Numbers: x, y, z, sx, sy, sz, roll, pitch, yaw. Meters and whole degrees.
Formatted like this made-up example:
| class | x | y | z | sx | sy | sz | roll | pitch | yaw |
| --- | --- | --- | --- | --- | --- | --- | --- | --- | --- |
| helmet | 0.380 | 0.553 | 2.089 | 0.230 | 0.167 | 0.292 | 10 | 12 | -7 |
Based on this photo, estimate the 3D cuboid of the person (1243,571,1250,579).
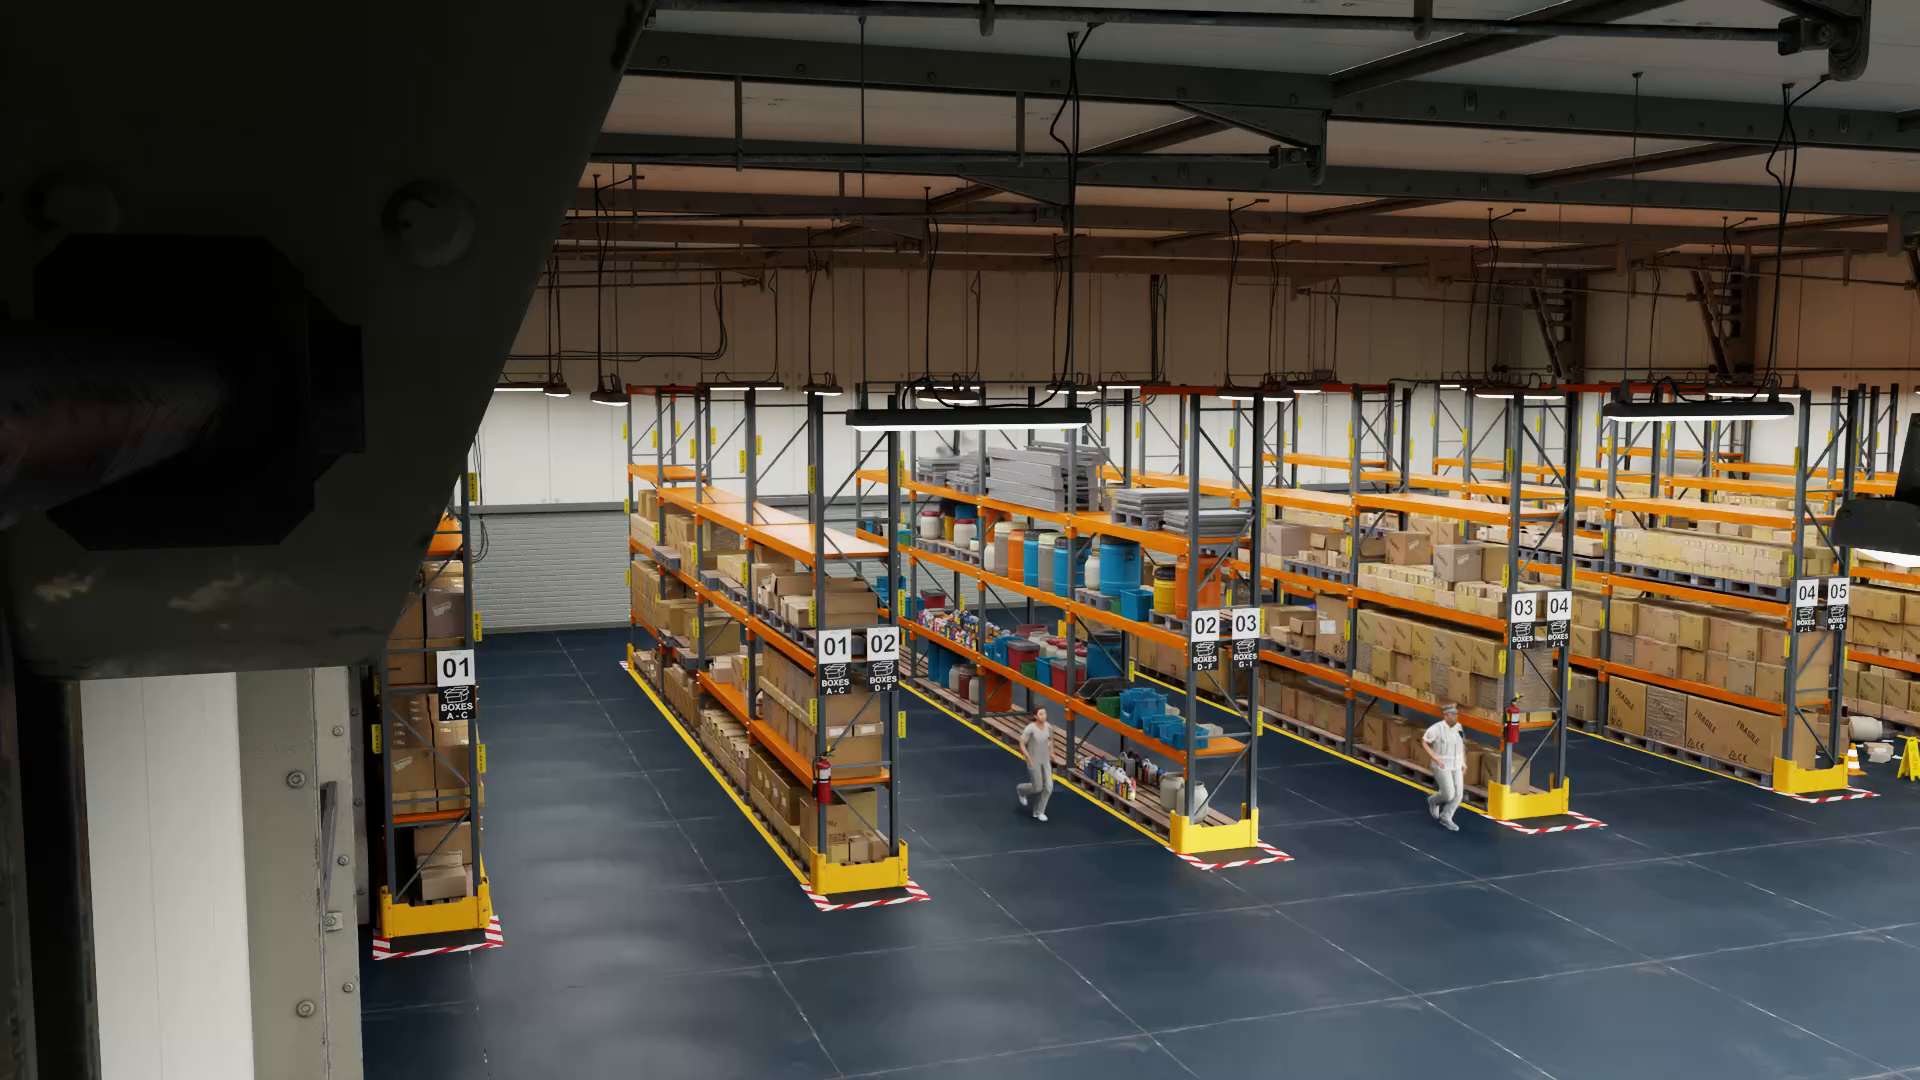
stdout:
| class | x | y | z | sx | sy | sz | roll | pitch | yaw |
| --- | --- | --- | --- | --- | --- | --- | --- | --- | --- |
| person | 7.117 | 1.233 | 41.388 | 0.520 | 1.702 | 0.943 | 0 | 6 | 3 |

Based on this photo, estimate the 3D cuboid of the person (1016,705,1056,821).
| class | x | y | z | sx | sy | sz | roll | pitch | yaw |
| --- | --- | --- | --- | --- | --- | --- | --- | --- | --- |
| person | 1.065 | 3.111 | 23.472 | 0.550 | 1.621 | 0.622 | -3 | 7 | -29 |

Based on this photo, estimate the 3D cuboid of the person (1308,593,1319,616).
| class | x | y | z | sx | sy | sz | roll | pitch | yaw |
| --- | --- | --- | --- | --- | --- | --- | --- | --- | --- |
| person | 7.476 | 1.938 | 34.810 | 0.575 | 1.655 | 0.677 | -2 | 6 | -15 |

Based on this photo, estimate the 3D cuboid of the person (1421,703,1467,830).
| class | x | y | z | sx | sy | sz | roll | pitch | yaw |
| --- | --- | --- | --- | --- | --- | --- | --- | --- | --- |
| person | 6.723 | 3.108 | 22.957 | 0.695 | 1.752 | 0.549 | -2 | 6 | -19 |
